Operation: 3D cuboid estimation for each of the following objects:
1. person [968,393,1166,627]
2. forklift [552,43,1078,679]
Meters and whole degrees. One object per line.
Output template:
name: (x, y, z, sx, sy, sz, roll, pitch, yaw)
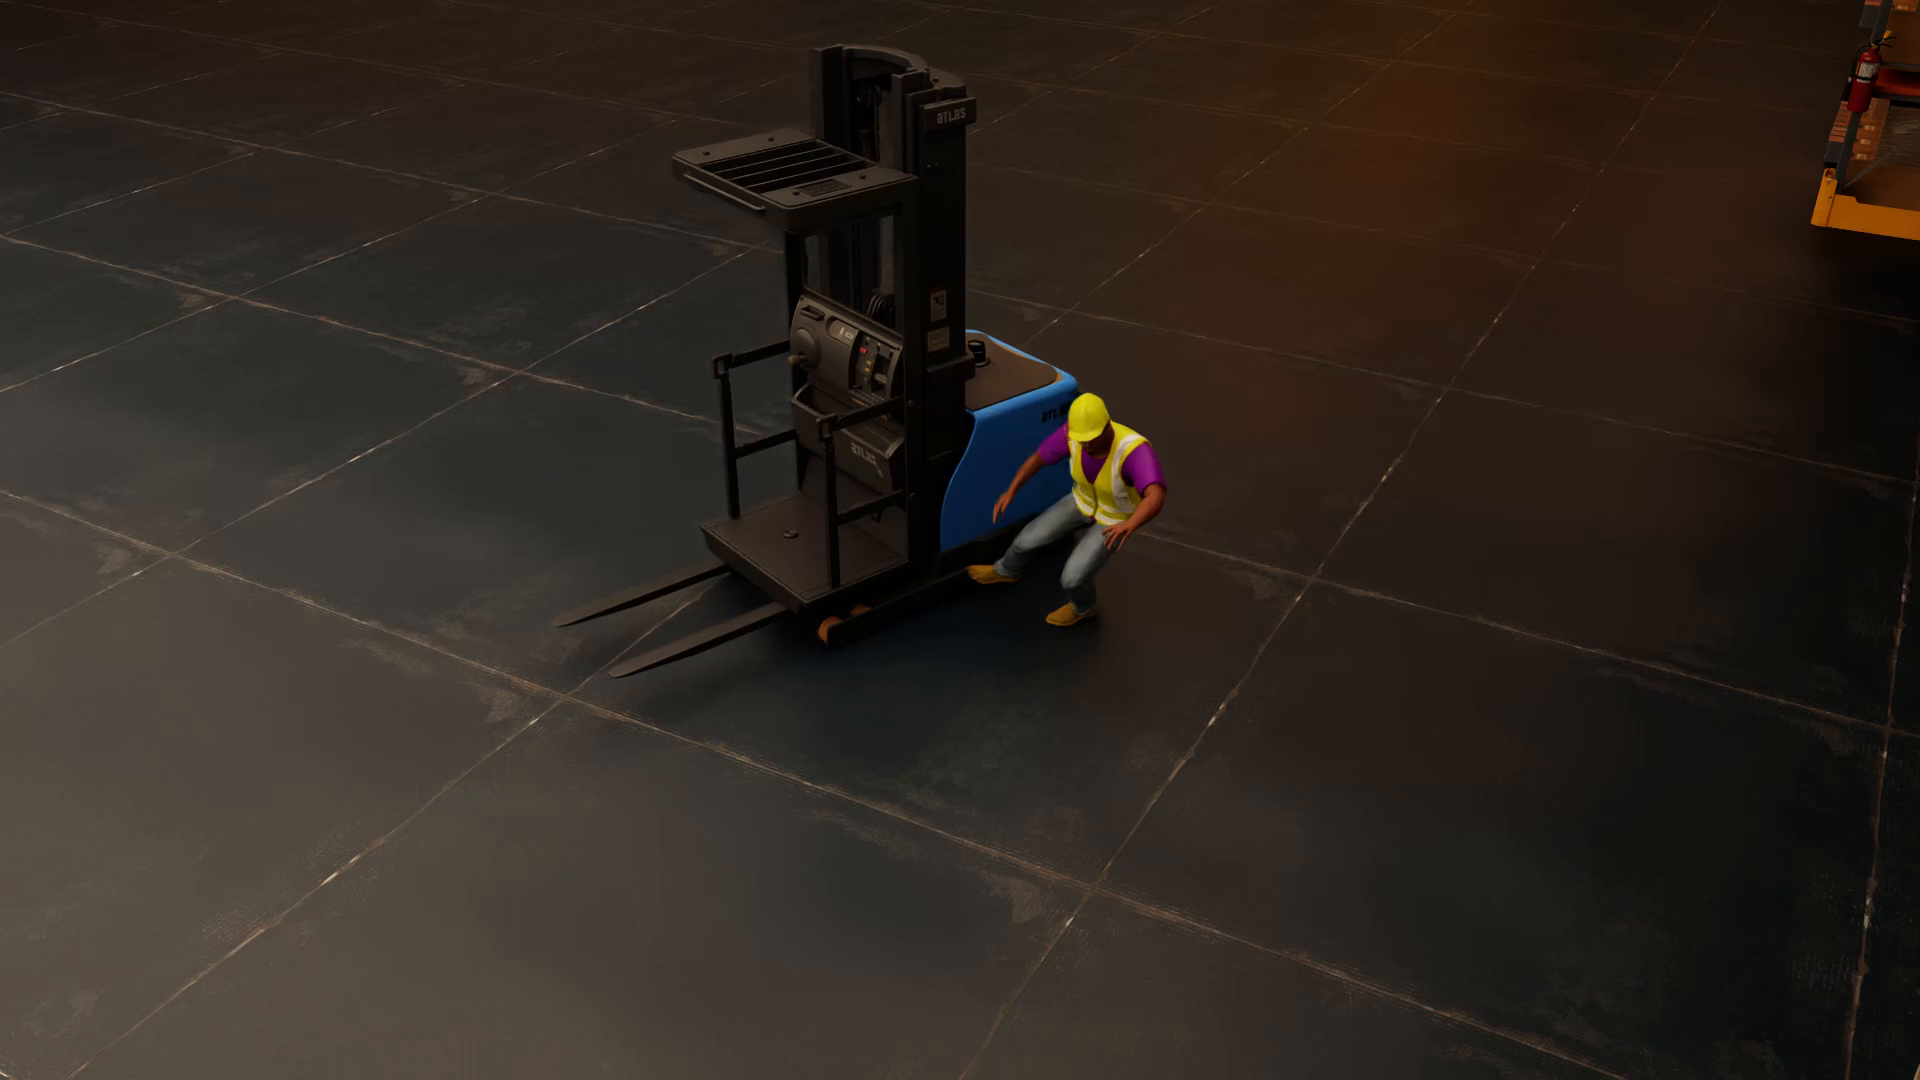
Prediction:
person: (0.505, -0.123, 8.708, 1.308, 1.501, 0.918, 20, 36, 31)
forklift: (-0.776, -0.988, 8.783, 3.031, 2.935, 1.130, -22, 37, -33)
